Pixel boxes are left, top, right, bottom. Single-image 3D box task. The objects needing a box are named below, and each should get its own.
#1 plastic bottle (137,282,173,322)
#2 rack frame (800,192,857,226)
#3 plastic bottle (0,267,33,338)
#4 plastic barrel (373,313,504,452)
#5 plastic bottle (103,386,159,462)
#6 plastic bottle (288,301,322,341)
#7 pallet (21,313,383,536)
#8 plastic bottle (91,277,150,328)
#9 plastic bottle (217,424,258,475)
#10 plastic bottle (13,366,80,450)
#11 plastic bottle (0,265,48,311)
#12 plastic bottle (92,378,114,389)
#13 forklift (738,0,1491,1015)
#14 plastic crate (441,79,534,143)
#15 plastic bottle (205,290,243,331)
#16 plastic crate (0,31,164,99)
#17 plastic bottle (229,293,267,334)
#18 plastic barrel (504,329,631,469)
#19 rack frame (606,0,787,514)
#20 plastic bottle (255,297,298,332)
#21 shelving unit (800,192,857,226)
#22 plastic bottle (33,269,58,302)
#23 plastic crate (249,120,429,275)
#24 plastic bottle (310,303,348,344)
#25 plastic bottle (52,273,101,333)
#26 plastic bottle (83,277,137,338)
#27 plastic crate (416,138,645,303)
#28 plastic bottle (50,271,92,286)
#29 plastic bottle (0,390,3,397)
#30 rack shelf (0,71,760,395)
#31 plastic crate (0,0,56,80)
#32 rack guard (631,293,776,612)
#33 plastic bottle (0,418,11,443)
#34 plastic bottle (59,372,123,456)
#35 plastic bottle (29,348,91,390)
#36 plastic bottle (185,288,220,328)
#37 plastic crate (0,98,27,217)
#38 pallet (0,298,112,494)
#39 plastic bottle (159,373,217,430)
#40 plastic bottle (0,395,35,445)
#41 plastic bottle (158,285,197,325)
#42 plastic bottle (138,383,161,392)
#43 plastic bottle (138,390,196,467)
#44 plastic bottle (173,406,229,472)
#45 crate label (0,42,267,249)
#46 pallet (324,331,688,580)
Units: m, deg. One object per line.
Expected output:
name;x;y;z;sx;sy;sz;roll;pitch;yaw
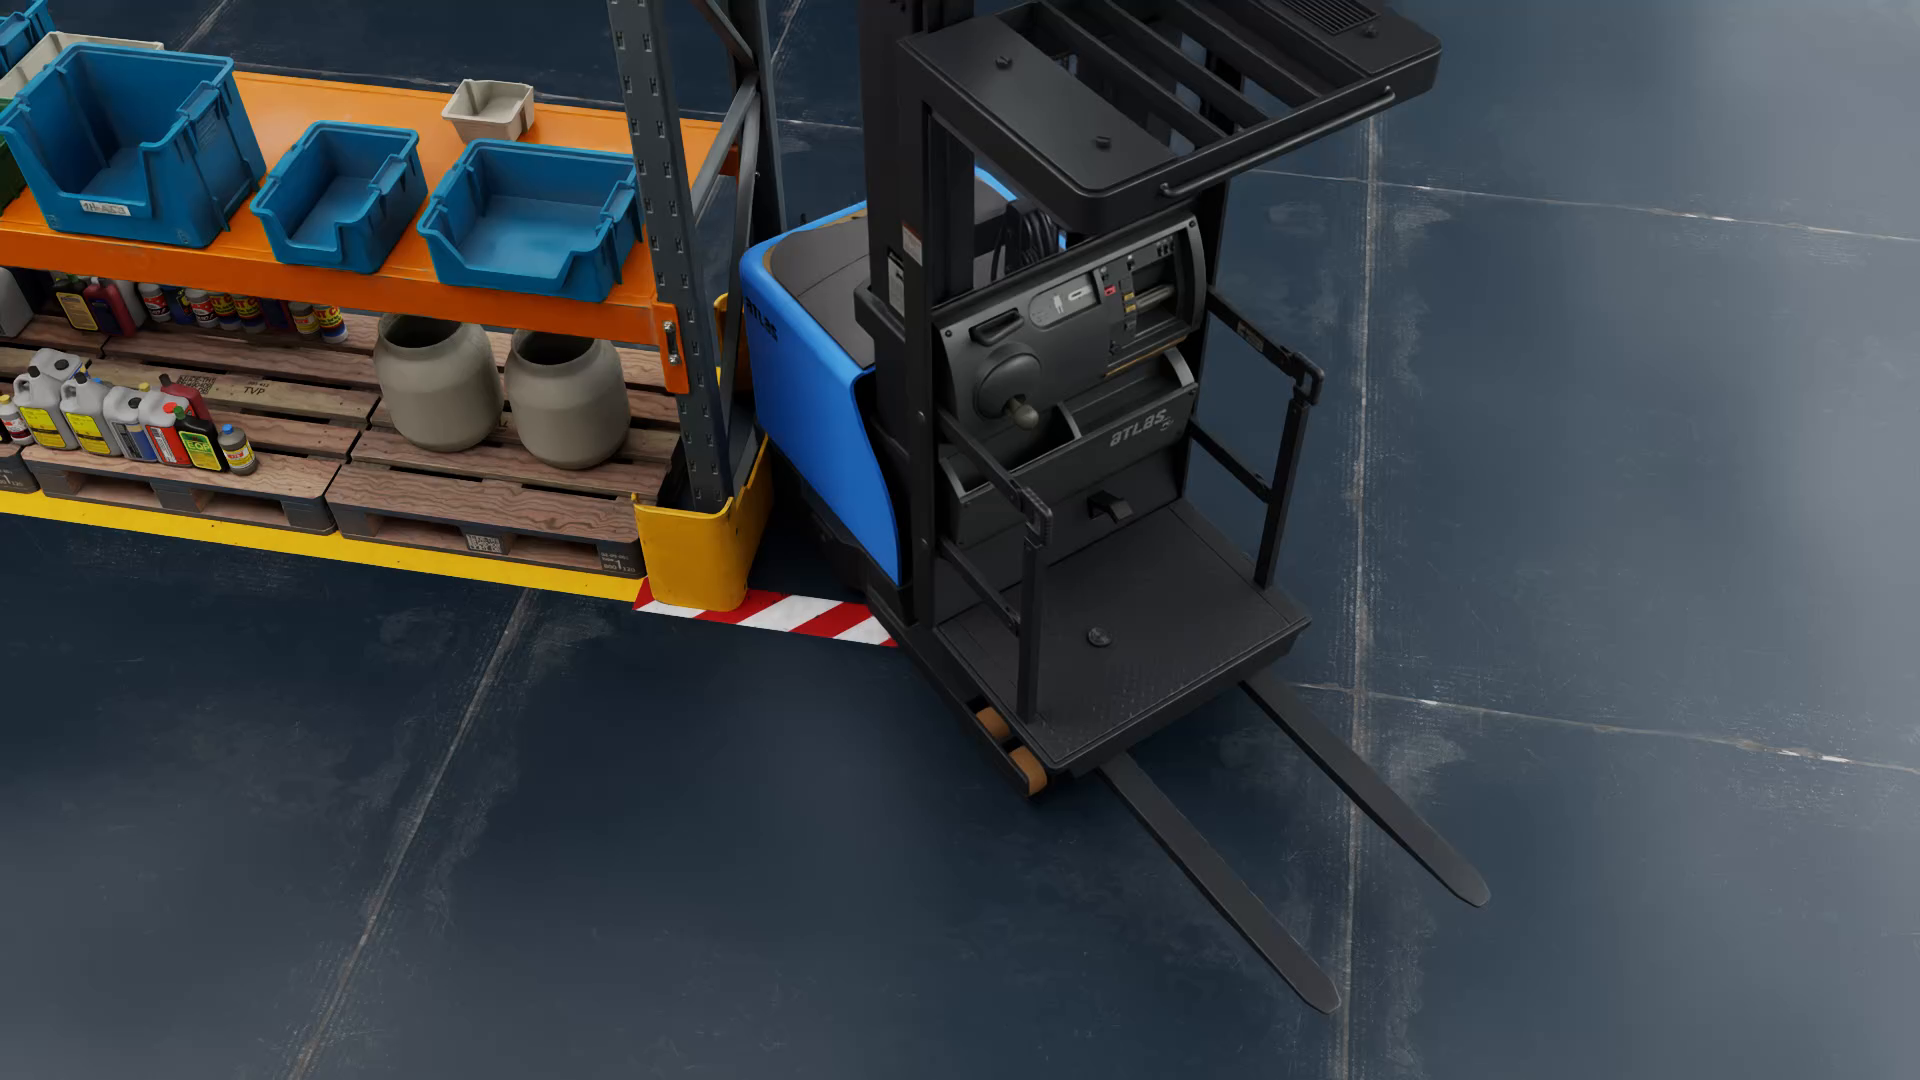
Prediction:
plastic bottle;-3.247;-0.988;6.706;0.097;0.201;0.097;0;48;0
rack frame;-0.486;-0.944;6.493;0.240;0.900;0.006;-27;53;-22
plastic bottle;-3.847;-0.964;6.635;0.135;0.276;0.152;8;49;7
plastic barrel;-1.938;-0.615;6.177;0.421;0.512;0.421;0;48;0
plastic bottle;-3.048;-0.440;6.164;0.135;0.276;0.152;6;48;6
plastic bottle;-2.614;-0.902;6.630;0.097;0.201;0.097;0;48;0
pallet;-2.862;-0.527;6.582;1.213;0.211;1.003;8;49;7
plastic bottle;-3.368;-1.008;6.675;0.135;0.276;0.152;8;49;8
plastic bottle;-2.668;-0.343;6.127;0.097;0.201;0.097;0;48;0
plastic bottle;-3.395;-0.508;6.175;0.185;0.351;0.144;7;48;7
plastic bottle;-3.845;-1.100;6.707;0.185;0.351;0.144;5;48;5
plastic bottle;-3.233;-0.528;6.293;0.097;0.201;0.097;0;48;0
forklift;0.467;-0.548;4.772;1.130;2.935;3.031;-27;53;-22
plastic crate;-1.607;-1.475;5.736;0.250;0.136;0.298;8;49;7
plastic bottle;-2.948;-0.971;6.644;0.097;0.271;0.097;0;48;0
plastic crate;-3.076;-1.621;5.867;0.437;0.136;0.530;8;49;7
plastic bottle;-2.849;-0.957;6.632;0.097;0.271;0.097;0;48;0
plastic barrel;-1.444;-0.549;6.117;0.421;0.512;0.421;0;48;0
rack frame;-0.783;-1.209;5.320;0.127;3.000;1.000;8;49;7
plastic bottle;-2.731;-0.959;6.626;0.133;0.283;0.061;8;49;7
shelving unit;-0.429;-0.882;6.436;0.258;0.900;0.210;-27;53;-22
plastic bottle;-3.678;-1.087;6.740;0.133;0.283;0.061;11;49;9
plastic crate;-1.967;-1.097;5.319;0.408;0.251;0.499;8;49;7
plastic bottle;-2.512;-0.912;6.591;0.097;0.271;0.097;0;48;0
plastic bottle;-3.521;-0.957;6.623;0.133;0.283;0.061;8;49;7
plastic bottle;-3.387;-0.933;6.602;0.133;0.283;0.061;8;49;7
plastic crate;-1.329;-1.007;5.238;0.616;0.251;0.499;8;49;7
plastic bottle;-3.528;-1.058;6.669;0.185;0.351;0.144;7;48;7
plastic bottle;-3.662;-0.546;6.262;0.097;0.271;0.097;0;48;0
rack shelf;-2.751;-1.233;5.825;4.000;0.370;1.077;8;49;7
plastic crate;-3.582;-1.741;5.898;0.616;0.251;0.499;8;49;7
rack guard;-0.866;-0.349;6.228;0.348;0.500;1.175;8;49;7
plastic bottle;-3.658;-0.490;6.204;0.133;0.283;0.061;10;49;9
plastic bottle;-3.212;-0.484;6.153;0.185;0.351;0.144;9;49;8
plastic bottle;-3.393;-0.595;6.303;0.135;0.276;0.152;8;49;7
plastic bottle;-3.045;-0.960;6.682;0.097;0.201;0.097;0;48;0
plastic crate;-3.434;-1.281;5.527;0.662;0.188;0.450;8;49;7
pallet;-4.066;-0.687;6.725;1.213;0.211;1.003;8;49;7
plastic bottle;-2.893;-0.502;6.215;0.133;0.283;0.061;8;49;7
plastic bottle;-3.539;-0.460;6.232;0.097;0.201;0.097;0;48;0
plastic bottle;-3.147;-0.998;6.668;0.097;0.271;0.097;0;48;0
plastic bottle;-3.044;-0.508;6.276;0.097;0.201;0.097;0;48;0
plastic bottle;-2.911;-0.421;6.147;0.135;0.276;0.152;8;49;7
plastic bottle;-2.787;-0.372;6.098;0.133;0.283;0.061;9;49;8
crate label;-2.642;-1.266;5.348;0.616;0.435;0.502;8;49;7
pallet;-1.665;-0.364;6.435;1.213;0.211;1.003;8;49;7
